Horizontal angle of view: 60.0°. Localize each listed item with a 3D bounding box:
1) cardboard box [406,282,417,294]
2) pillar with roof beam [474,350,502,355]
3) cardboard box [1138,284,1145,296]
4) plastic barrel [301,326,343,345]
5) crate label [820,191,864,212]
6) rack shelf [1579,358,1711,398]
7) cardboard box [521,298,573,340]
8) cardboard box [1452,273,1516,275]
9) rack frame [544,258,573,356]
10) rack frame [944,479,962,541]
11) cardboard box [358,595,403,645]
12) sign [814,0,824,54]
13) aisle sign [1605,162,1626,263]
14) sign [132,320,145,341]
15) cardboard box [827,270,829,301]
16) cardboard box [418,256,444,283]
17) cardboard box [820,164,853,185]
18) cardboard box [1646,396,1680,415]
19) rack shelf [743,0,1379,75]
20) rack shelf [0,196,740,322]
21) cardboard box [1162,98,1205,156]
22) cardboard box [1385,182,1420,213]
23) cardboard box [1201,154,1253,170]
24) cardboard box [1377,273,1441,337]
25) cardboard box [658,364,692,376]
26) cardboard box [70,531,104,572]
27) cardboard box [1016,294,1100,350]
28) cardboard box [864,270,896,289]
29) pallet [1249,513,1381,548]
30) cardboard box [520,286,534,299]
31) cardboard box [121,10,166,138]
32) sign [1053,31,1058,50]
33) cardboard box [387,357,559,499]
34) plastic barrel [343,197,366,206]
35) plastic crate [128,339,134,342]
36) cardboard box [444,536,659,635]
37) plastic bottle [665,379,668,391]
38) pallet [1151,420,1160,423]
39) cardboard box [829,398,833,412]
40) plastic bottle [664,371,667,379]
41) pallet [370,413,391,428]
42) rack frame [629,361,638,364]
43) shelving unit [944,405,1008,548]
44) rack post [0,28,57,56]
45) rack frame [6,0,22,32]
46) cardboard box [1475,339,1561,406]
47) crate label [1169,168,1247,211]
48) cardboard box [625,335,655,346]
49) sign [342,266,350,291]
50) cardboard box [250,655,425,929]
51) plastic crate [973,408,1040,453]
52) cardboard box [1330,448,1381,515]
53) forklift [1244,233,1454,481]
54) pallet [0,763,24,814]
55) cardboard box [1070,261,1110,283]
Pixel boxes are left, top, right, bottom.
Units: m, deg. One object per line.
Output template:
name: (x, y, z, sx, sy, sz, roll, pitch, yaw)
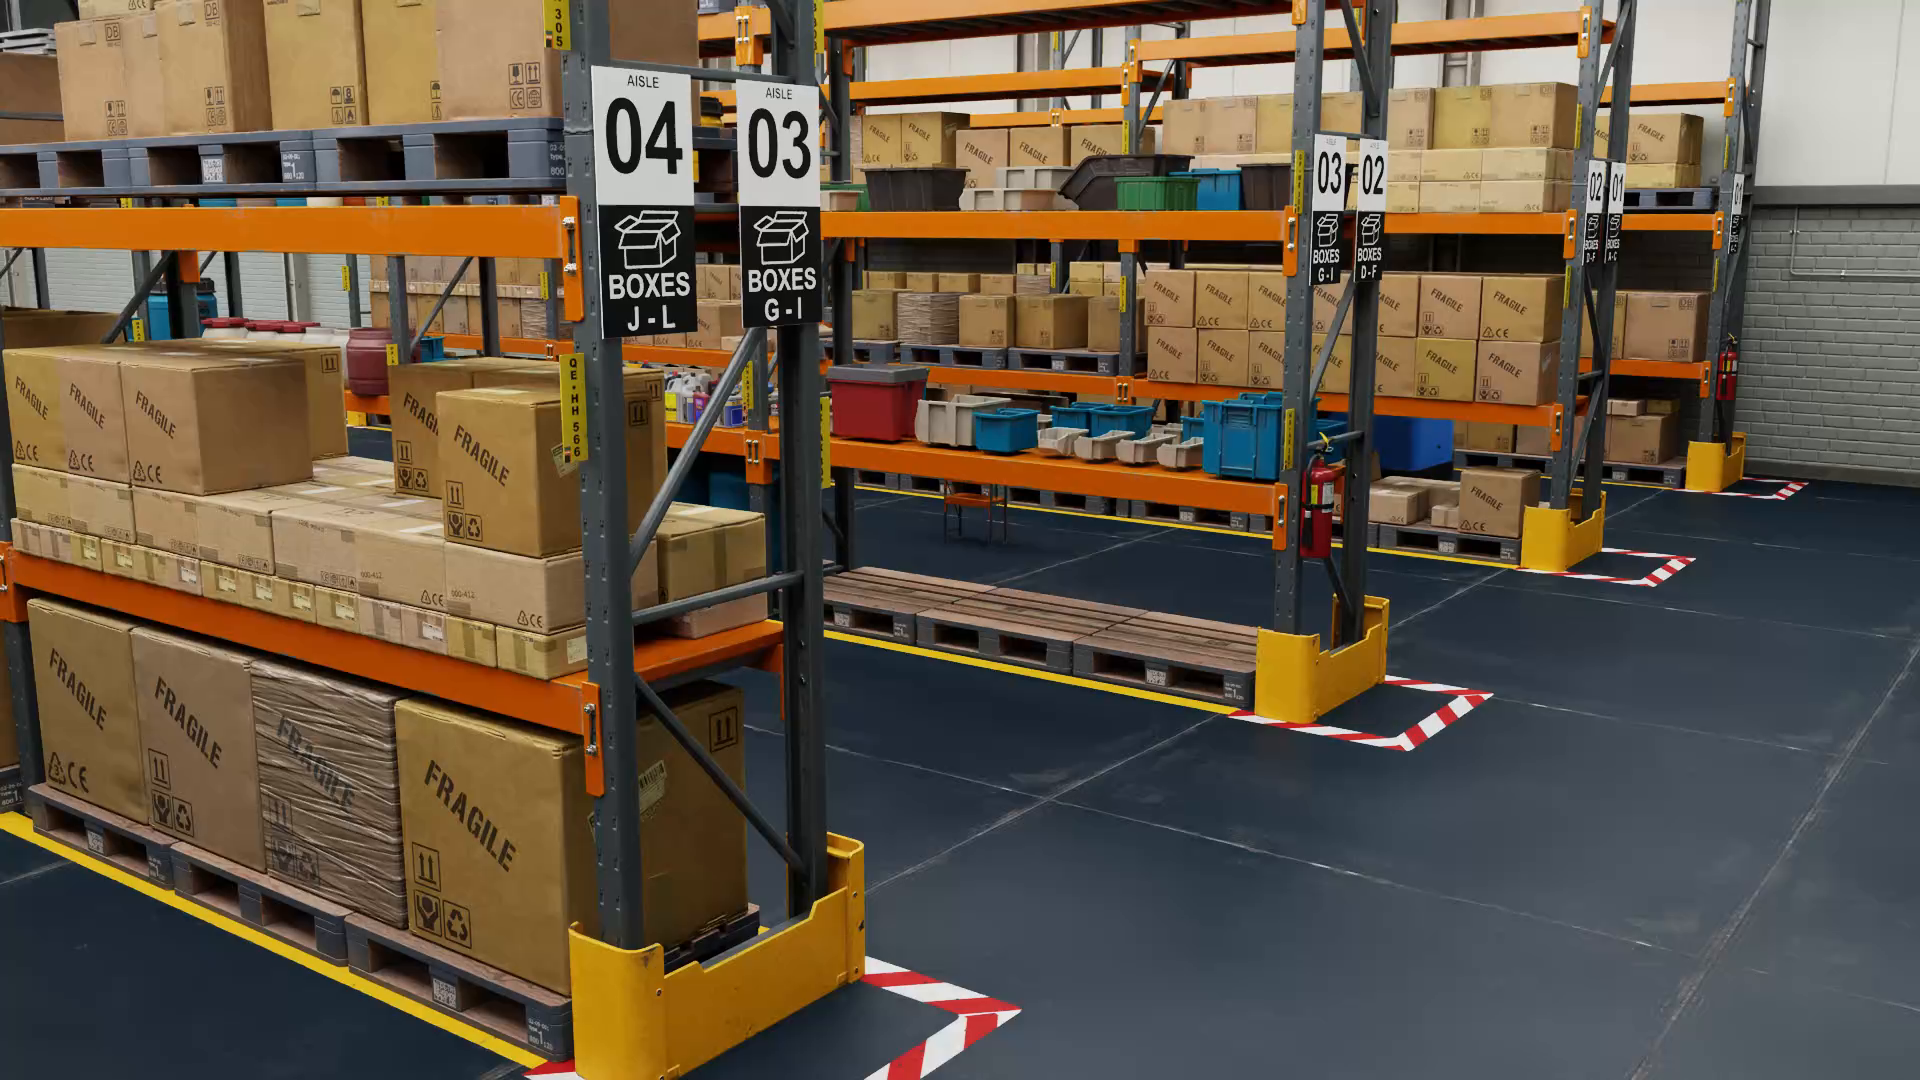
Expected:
cardboard box: (-7.054, -3.314, 21.793, 0.250, 0.149, 0.380, 8, 13, 35)
pillar with roof beam: (-11.239, -6.883, 26.419, 0.548, 9.000, 9.100, 8, 13, 36)
cardboard box: (2.573, -2.964, 20.856, 0.500, 0.500, 0.500, 8, 13, 35)
plastic barrel: (-5.642, -1.638, 14.805, 0.421, 0.512, 0.421, 0, 11, 0)
crate label: (-0.899, -2.247, 11.044, 0.466, 0.136, 0.293, 8, 13, 36)
rack shelf: (6.353, -1.942, 18.563, 4.000, 0.370, 1.077, 8, 13, 36)
cardboard box: (-4.997, -2.758, 20.627, 0.500, 0.500, 0.700, 8, 13, 34)
cardboard box: (4.409, -1.999, 14.070, 0.500, 0.500, 0.500, 8, 14, 36)
rack frame: (-4.636, -2.660, 20.384, 0.127, 3.000, 1.000, 8, 13, 36)
rack frame: (-0.063, -0.598, 14.461, 0.015, 1.200, 0.240, 8, 13, 36)
cardboard box: (-1.926, 0.253, 5.986, 0.250, 0.149, 0.380, 8, 14, 37)
sign: (-0.497, -1.820, 5.634, 0.005, 0.325, 0.100, 8, 13, 36)
aisle sign: (5.265, -2.625, 13.356, 0.004, 0.787, 0.394, 8, 13, 36)
sign: (-7.905, -1.955, 16.011, 0.005, 0.325, 0.100, 8, 13, 36)
cardboard box: (-2.271, -3.729, 24.277, 0.500, 0.500, 0.500, 8, 13, 35)
cardboard box: (-6.615, -3.621, 21.670, 0.500, 0.500, 0.700, 8, 14, 36)
cardboard box: (-1.040, -3.689, 17.538, 0.500, 0.500, 0.910, 8, 13, 36)
cardboard box: (7.561, -1.447, 17.882, 0.250, 0.149, 0.380, 8, 14, 36)
rack shelf: (0.489, -3.174, 10.191, 4.000, 0.370, 1.077, 8, 13, 36)
rack shelf: (-2.442, -1.139, 6.519, 4.000, 0.370, 1.077, 8, 13, 36)
cardboard box: (2.227, -3.725, 15.093, 0.500, 0.500, 0.700, 8, 13, 36)
cardboard box: (3.659, -2.840, 13.809, 0.500, 0.250, 0.500, 8, 13, 36)
cardboard box: (2.461, -3.257, 14.648, 0.500, 0.250, 0.500, 8, 13, 36)
cardboard box: (3.686, -1.973, 13.937, 0.500, 0.500, 0.500, 8, 14, 37)
cardboard box: (-4.426, -2.673, 26.371, 0.500, 0.311, 0.500, 6, 13, 29)
cardboard box: (-3.588, 0.022, 7.181, 0.250, 0.149, 0.380, 8, 14, 37)
cardboard box: (0.971, -2.171, 16.487, 0.700, 0.500, 0.500, -11, 15, -44)
cardboard box: (-1.317, -3.622, 23.932, 0.500, 0.500, 0.700, 8, 14, 36)
pallet: (3.353, -0.177, 14.891, 1.213, 0.211, 1.003, 8, 13, 36)
cardboard box: (-5.180, -3.054, 20.447, 0.250, 0.149, 0.380, 8, 13, 34)
cardboard box: (-2.957, -1.882, 6.831, 0.500, 0.500, 0.700, 9, 14, 38)
sign: (1.204, -6.328, 20.880, 0.005, 0.325, 0.100, 8, 13, 36)
cardboard box: (-1.882, -0.445, 6.568, 0.500, 0.500, 0.500, 7, 13, 34)
plastic barrel: (-5.407, -3.335, 14.845, 0.708, 0.830, 0.600, 8, 13, 36)
plastic crate: (-8.623, -1.912, 16.909, 0.616, 0.251, 0.499, 8, 13, 36)
cardboard box: (-1.378, 0.119, 5.631, 0.500, 0.250, 0.500, 8, 13, 35)
plastic bottle: (-2.206, -1.053, 12.205, 0.185, 0.351, 0.144, 8, 13, 36)
pallet: (2.108, -1.500, 21.729, 1.213, 0.211, 1.003, 8, 13, 36)
cardboard box: (-1.660, -1.446, 18.764, 0.500, 0.311, 0.500, 9, 14, 37)
plastic bottle: (-2.359, -1.209, 13.218, 0.097, 0.271, 0.097, 0, 11, 0)
pallet: (-7.219, -1.662, 22.562, 1.213, 0.211, 1.003, 8, 13, 36)
rack frame: (-4.931, -3.869, 26.631, 0.127, 3.000, 1.000, 8, 13, 36)
shelving unit: (0.133, -0.570, 14.320, 0.503, 1.200, 0.258, 8, 13, 36)
rack post: (-9.215, -5.047, 17.127, 0.954, 0.300, 0.937, 8, 13, 34)
rack frame: (-10.795, -5.298, 18.221, 0.127, 3.000, 1.000, 8, 13, 36)
cardboard box: (4.514, -1.369, 13.446, 0.500, 0.500, 0.500, 8, 14, 37)
crate label: (1.549, -2.106, 10.014, 0.502, 0.251, 0.408, 8, 13, 36)
cardboard box: (-3.602, -2.561, 19.609, 0.500, 0.500, 0.500, 9, 14, 40)
sign: (-8.193, -3.490, 22.183, 0.005, 0.325, 0.100, 8, 13, 36)
cardboard box: (-2.127, 0.880, 6.573, 0.875, 0.875, 0.875, 8, 13, 36)
plastic crate: (0.294, -0.692, 10.493, 0.300, 0.233, 0.416, 8, 13, 36)
cardboard box: (3.330, -0.541, 14.842, 0.637, 0.503, 0.797, 8, 13, 36)
forklift: (3.612, -2.060, 17.461, 3.031, 2.935, 1.130, 8, 14, 37)
pallet: (-4.721, 1.049, 8.551, 1.213, 0.211, 1.003, 8, 13, 36)
cardboard box: (1.754, -3.449, 21.386, 0.500, 0.250, 0.500, 8, 14, 37)
